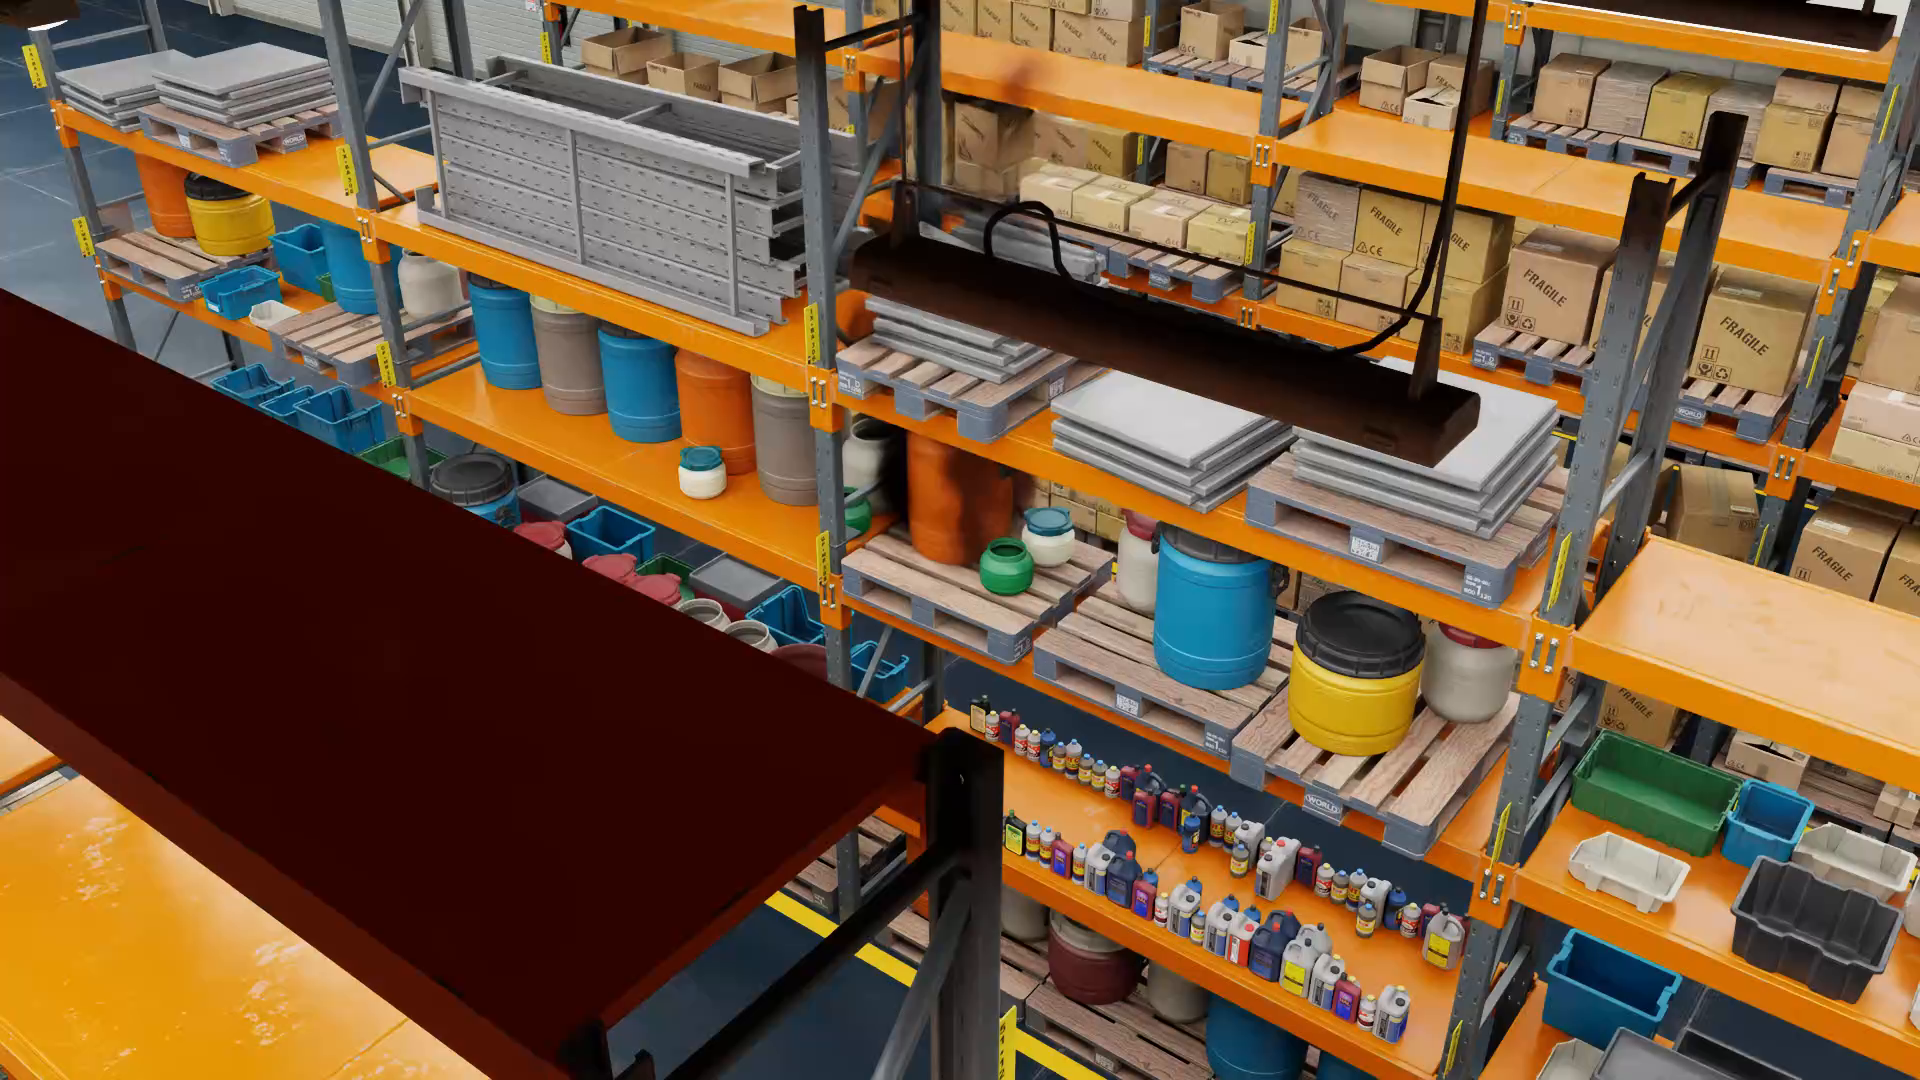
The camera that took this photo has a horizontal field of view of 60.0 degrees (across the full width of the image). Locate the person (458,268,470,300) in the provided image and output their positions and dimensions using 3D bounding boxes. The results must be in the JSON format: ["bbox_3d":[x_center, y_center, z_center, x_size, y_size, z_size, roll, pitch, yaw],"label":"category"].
[{"bbox_3d":[-5.755,-3.181,18.947,0.546,1.602,0.567,-15,35,-23],"label":"person"}]
